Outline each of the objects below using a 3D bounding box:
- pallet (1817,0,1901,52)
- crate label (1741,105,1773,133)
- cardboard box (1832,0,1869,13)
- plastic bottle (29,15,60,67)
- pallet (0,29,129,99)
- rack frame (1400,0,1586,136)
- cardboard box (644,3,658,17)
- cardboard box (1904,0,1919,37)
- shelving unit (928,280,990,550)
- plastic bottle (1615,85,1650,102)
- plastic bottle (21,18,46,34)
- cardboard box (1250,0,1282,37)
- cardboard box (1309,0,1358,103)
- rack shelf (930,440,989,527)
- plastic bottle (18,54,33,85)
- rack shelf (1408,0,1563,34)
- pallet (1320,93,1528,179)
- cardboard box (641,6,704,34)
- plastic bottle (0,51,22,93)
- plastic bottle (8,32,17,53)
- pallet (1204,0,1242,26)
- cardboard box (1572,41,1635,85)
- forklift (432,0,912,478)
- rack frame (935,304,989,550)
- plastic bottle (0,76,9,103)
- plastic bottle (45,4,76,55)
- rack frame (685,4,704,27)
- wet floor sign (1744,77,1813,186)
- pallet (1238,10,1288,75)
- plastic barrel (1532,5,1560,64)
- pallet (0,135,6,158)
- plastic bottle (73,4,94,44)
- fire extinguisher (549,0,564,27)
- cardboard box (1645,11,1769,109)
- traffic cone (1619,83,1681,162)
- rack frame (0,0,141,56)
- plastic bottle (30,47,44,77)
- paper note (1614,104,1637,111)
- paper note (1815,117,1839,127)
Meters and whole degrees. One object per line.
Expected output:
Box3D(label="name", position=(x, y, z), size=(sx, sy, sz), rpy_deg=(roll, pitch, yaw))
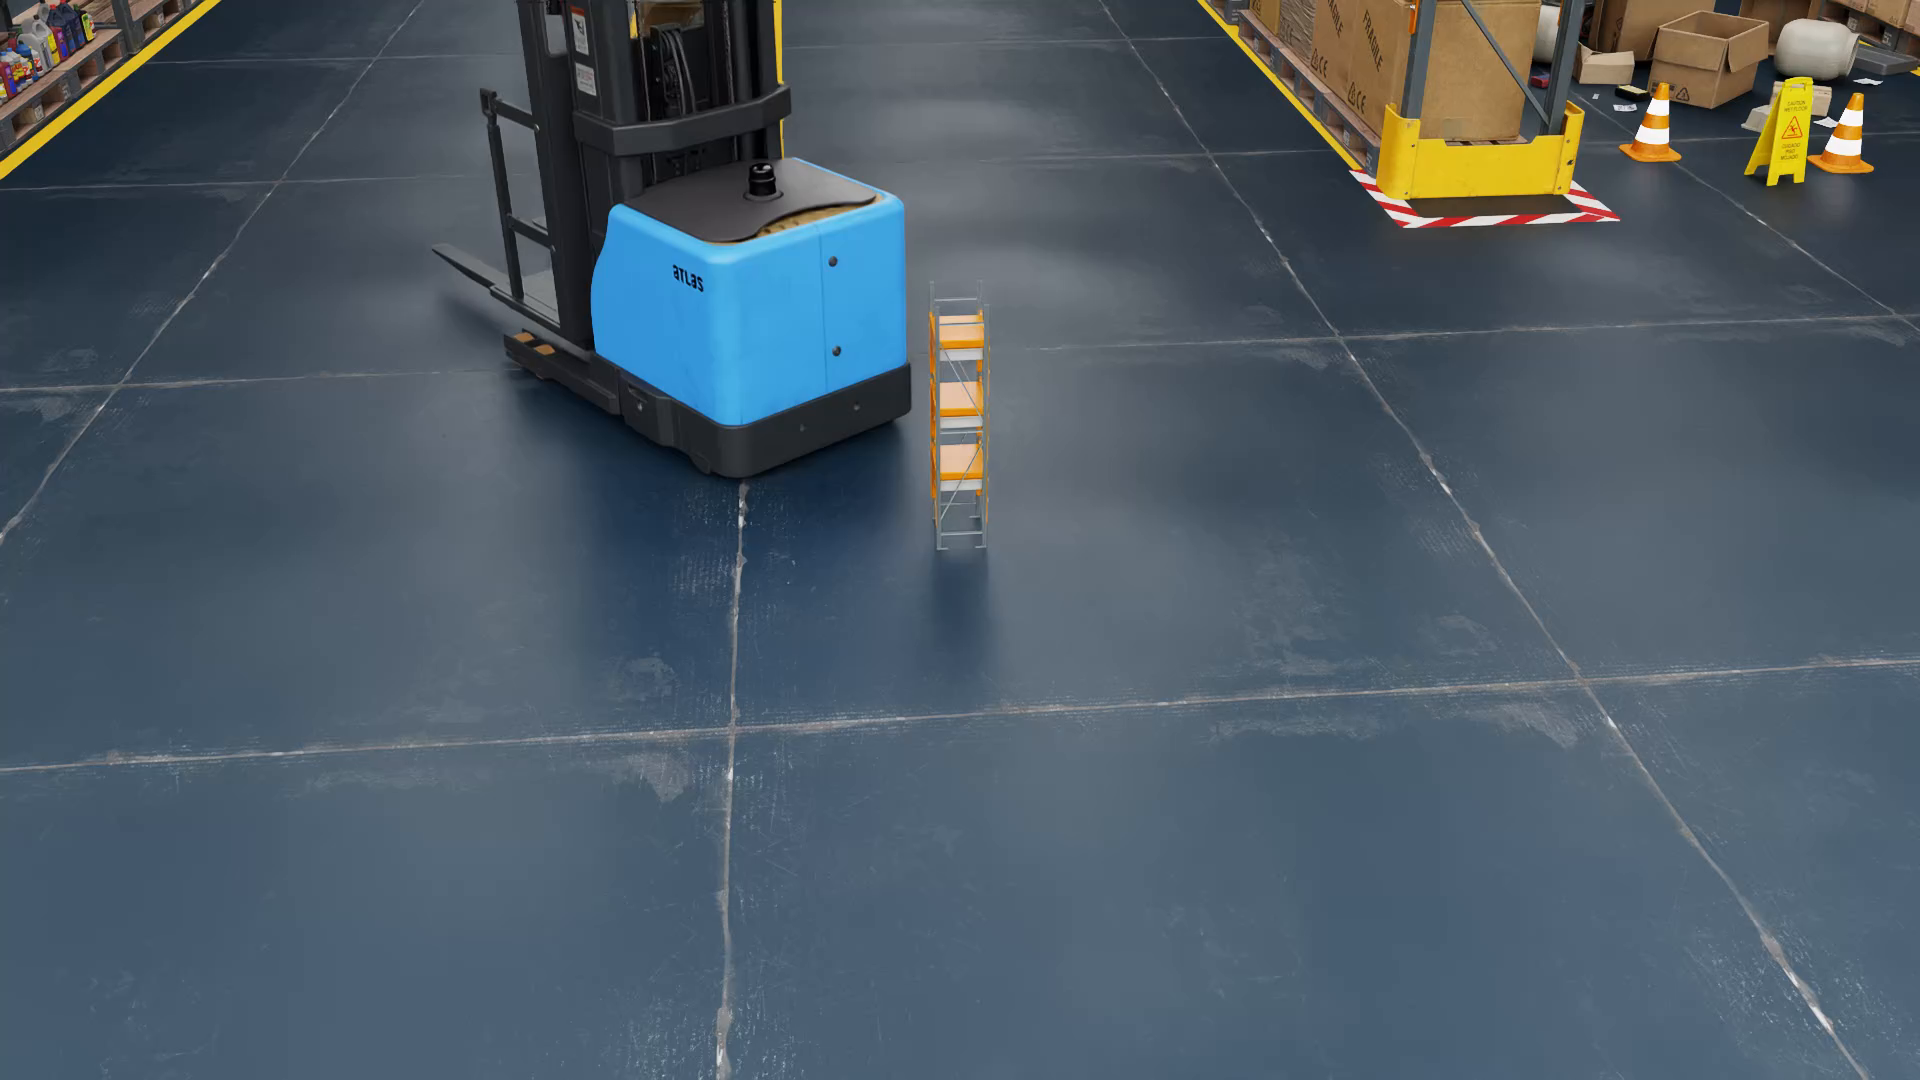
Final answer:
Box3D(label="pallet", position=(7.861, -4.308, 13.757), size=(1.003, 0.211, 1.213), rpy_deg=(-3, 31, -5))
Box3D(label="crate label", position=(5.603, -2.905, 11.480), size=(0.250, 0.136, 0.298), rpy_deg=(-20, 36, -30))
Box3D(label="cardboard box", position=(7.549, -4.532, 13.685), size=(0.500, 0.250, 0.500), rpy_deg=(-4, 31, -7))
Box3D(label="plastic bottle", position=(-6.640, -3.608, 12.020), size=(0.144, 0.351, 0.185), rpy_deg=(-3, 31, -5))
Box3D(label="pallet", position=(-7.014, -3.592, 12.559), size=(1.003, 0.211, 1.213), rpy_deg=(-3, 31, -5))
Box3D(label="rack frame", position=(3.218, -3.516, 9.711), size=(1.000, 3.000, 0.127), rpy_deg=(-3, 31, -5))
Box3D(label="cardboard box", position=(-2.045, -3.981, 12.517), size=(0.500, 0.500, 0.500), rpy_deg=(7, 32, 11))
Box3D(label="cardboard box", position=(7.662, -3.990, 12.776), size=(0.500, 0.250, 0.500), rpy_deg=(-3, 31, -5))
Box3D(label="shelving unit", position=(-0.005, -0.478, 6.527), size=(0.215, 1.050, 0.252), rpy_deg=(-3, 31, -5))
Box3D(label="plastic bottle", position=(4.900, -3.280, 12.181), size=(0.133, 0.061, 0.283), rpy_deg=(-14, 33, -22))
Box3D(label="plastic bottle", position=(-6.815, -3.721, 12.282), size=(0.152, 0.276, 0.135), rpy_deg=(-3, 31, -5))
Box3D(label="cardboard box", position=(2.833, -4.501, 13.024), size=(0.875, 0.875, 0.875), rpy_deg=(-2, 31, -4))
Box3D(label="cardboard box", position=(3.004, -3.576, 11.474), size=(0.875, 0.875, 0.875), rpy_deg=(-3, 31, -5))
Box3D(label="rack shelf", position=(-0.005, -0.230, 6.674), size=(0.215, 0.259, 0.240), rpy_deg=(-3, 31, -5))
Box3D(label="plastic bottle", position=(-6.571, -3.297, 11.645), size=(0.097, 0.201, 0.097), rpy_deg=(0, 31, 0))
Box3D(label="rack shelf", position=(3.031, -4.228, 11.605), size=(1.077, 0.370, 4.000), rpy_deg=(-3, 31, -5))
Box3D(label="pallet", position=(3.065, -2.723, 11.103), size=(1.003, 0.211, 1.213), rpy_deg=(-3, 31, -5))
Box3D(label="cardboard box", position=(-1.901, -3.380, 11.512), size=(0.500, 0.500, 0.500), rpy_deg=(0, 31, 0))
Box3D(label="plastic bottle", position=(-6.553, -3.225, 11.456), size=(0.097, 0.271, 0.097), rpy_deg=(0, 31, 0))
Box3D(label="plastic bottle", position=(-6.735, -3.491, 11.889), size=(0.061, 0.283, 0.133), rpy_deg=(-3, 31, -5))
Box3D(label="pallet", position=(2.697, -4.751, 14.498), size=(1.003, 0.211, 1.213), rpy_deg=(-3, 31, -5))
Box3D(label="cardboard box", position=(4.838, -3.595, 12.509), size=(0.396, 0.266, 0.258), rpy_deg=(2, 31, 4))
Box3D(label="forklift", position=(-1.585, -2.192, 7.561), size=(1.130, 2.935, 3.031), rpy_deg=(-25, 39, -35))
Box3D(label="rack frame", position=(0.006, -0.416, 6.422), size=(0.200, 1.050, 0.008), rpy_deg=(-3, 31, -5))
Box3D(label="plastic bottle", position=(-6.530, -3.073, 11.270), size=(0.097, 0.201, 0.097), rpy_deg=(0, 31, 0))
Box3D(label="plastic bottle", position=(-6.670, -3.773, 12.296), size=(0.144, 0.351, 0.185), rpy_deg=(-4, 31, -7))
Box3D(label="rack frame", position=(-1.730, -3.330, 9.399), size=(1.000, 3.000, 0.127), rpy_deg=(-3, 31, -5))
Box3D(label="wet floor sign", position=(5.192, -2.585, 10.448), size=(0.267, 0.644, 0.232), rpy_deg=(-8, 32, -13))
Box3D(label="pallet", position=(2.837, -3.969, 13.188), size=(1.003, 0.211, 1.213), rpy_deg=(-3, 31, -5))
Box3D(label="plastic barrel", position=(4.477, -3.946, 12.944), size=(0.512, 0.421, 0.421), rpy_deg=(20, 36, 29))
Box3D(label="pallet", position=(-6.786, -2.347, 10.473), size=(1.003, 0.211, 1.213), rpy_deg=(-3, 31, -5))
Box3D(label="plastic bottle", position=(-6.662, -3.927, 12.620), size=(0.061, 0.283, 0.133), rpy_deg=(-1, 31, -2))
Box3D(label="fire extinguisher", position=(-2.178, -3.216, 9.284), size=(0.296, 0.674, 0.183), rpy_deg=(-3, 31, -5))
Box3D(label="cardboard box", position=(5.452, -3.508, 12.133), size=(0.637, 0.503, 0.797), rpy_deg=(27, 40, 37))
Box3D(label="traffic cone", position=(4.582, -2.766, 10.929), size=(0.336, 0.463, 0.334), rpy_deg=(-3, 31, -5))
Box3D(label="rack frame", position=(-7.035, -5.134, 12.421), size=(1.000, 3.000, 0.127), rpy_deg=(-3, 31, -5))
Box3D(label="plastic bottle", position=(-6.590, -3.402, 11.820), size=(0.097, 0.201, 0.097), rpy_deg=(0, 31, 0))
Box3D(label="paper note", position=(4.765, -3.101, 11.913), size=(0.144, 0.017, 0.142), rpy_deg=(8, 32, 13))
Box3D(label="paper note", position=(6.066, -2.917, 11.604), size=(0.148, 0.019, 0.142), rpy_deg=(-14, 33, -22))
